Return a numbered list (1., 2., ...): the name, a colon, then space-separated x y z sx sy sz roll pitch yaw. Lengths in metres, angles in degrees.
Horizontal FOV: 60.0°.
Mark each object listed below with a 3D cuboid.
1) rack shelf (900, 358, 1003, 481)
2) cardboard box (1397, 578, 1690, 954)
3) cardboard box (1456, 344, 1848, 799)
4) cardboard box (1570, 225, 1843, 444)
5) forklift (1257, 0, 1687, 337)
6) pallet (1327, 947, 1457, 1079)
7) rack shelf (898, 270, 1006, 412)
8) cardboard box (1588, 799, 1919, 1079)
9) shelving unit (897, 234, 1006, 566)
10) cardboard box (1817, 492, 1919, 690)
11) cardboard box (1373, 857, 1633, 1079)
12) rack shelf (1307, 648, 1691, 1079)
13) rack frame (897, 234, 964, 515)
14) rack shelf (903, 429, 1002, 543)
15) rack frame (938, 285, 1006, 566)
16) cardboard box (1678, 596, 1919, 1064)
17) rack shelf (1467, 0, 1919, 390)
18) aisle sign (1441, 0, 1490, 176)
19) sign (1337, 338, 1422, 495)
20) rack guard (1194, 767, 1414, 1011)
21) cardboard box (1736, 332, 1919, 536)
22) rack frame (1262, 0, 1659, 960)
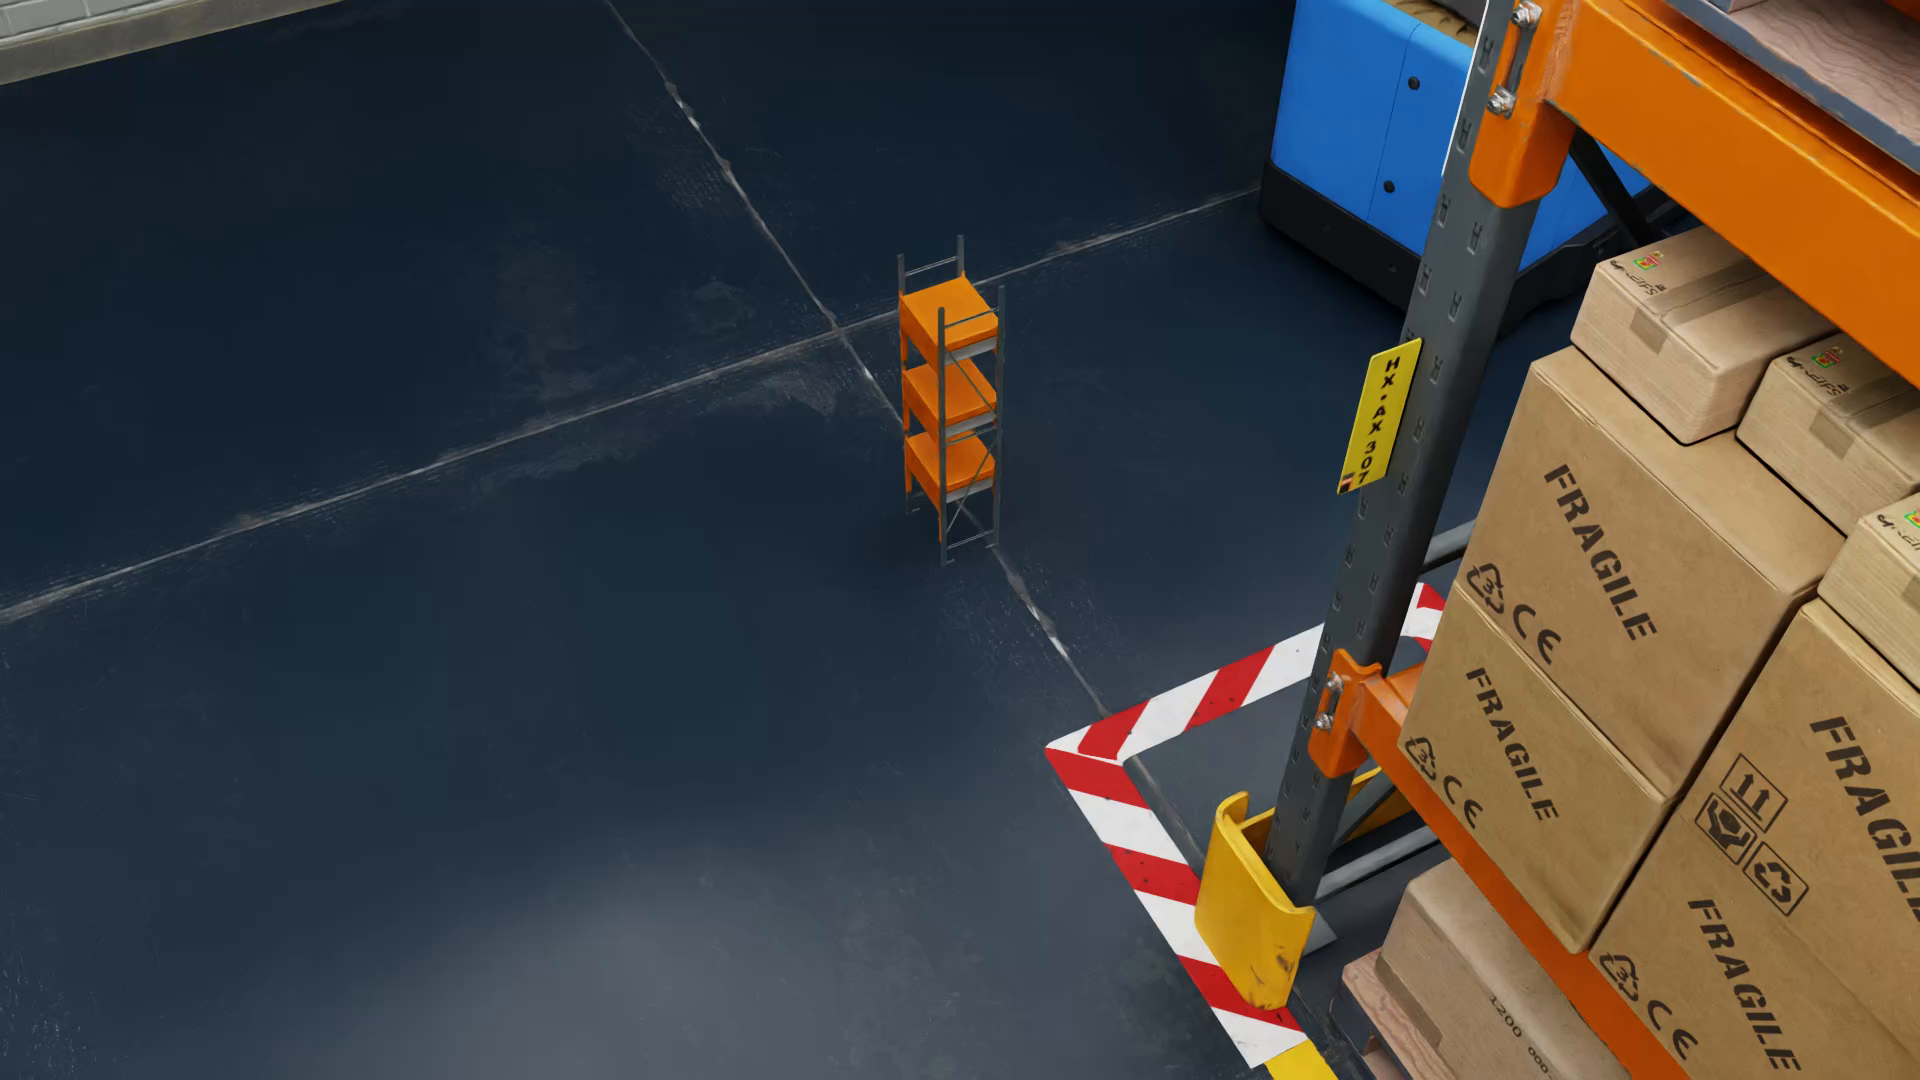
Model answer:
1. rack shelf: -0.024 -0.374 4.894 0.215 0.259 0.240 -21 52 -18
2. cardboard box: 1.166 0.308 2.922 0.500 0.500 0.500 -22 52 -18
3. cardboard box: 1.168 -0.022 2.546 0.500 0.500 0.500 -22 52 -18
4. cardboard box: 1.118 -0.322 2.377 0.380 0.149 0.250 -20 52 -17
5. forklift: 2.568 -2.597 5.574 3.031 2.935 1.130 -32 56 -25
6. pallet: 1.637 1.347 3.932 1.003 0.211 1.213 -21 52 -18
7. rack shelf: -0.024 -0.561 4.681 0.215 0.259 0.240 -21 52 -18
8. cardboard box: 1.423 0.637 2.634 0.500 0.500 0.500 -22 52 -18
9. shelving unit: -0.024 -0.381 4.886 0.215 1.050 0.252 -21 52 -18
10. cardboard box: 1.318 0.042 2.059 0.380 0.149 0.250 -20 52 -16
11. cardboard box: 1.593 1.033 3.777 0.875 0.438 0.875 -23 53 -19
12. rack shelf: 2.117 1.496 2.427 1.077 0.370 4.000 -21 52 -18
13. rack frame: -0.080 -0.463 4.958 0.200 1.050 0.008 -21 52 -18
14. rack shelf: -0.024 -0.192 5.103 0.215 0.259 0.240 -21 52 -18
15. rack frame: 0.031 -0.300 4.815 0.200 1.050 0.008 -21 52 -18
16. cardboard box: 1.411 0.321 2.246 0.500 0.500 0.500 -22 53 -18
17. rack shelf: 2.117 0.508 1.298 1.077 0.370 4.000 -21 52 -18
18. aisle sign: 0.911 -0.884 2.303 0.394 0.787 0.004 -21 52 -18
19. sign: 0.706 -0.203 2.807 0.100 0.325 0.005 -21 52 -18
20. rack guard: 1.191 0.727 4.282 1.175 0.500 0.348 -21 52 -18
21. cardboard box: 1.302 -0.171 2.245 0.380 0.149 0.250 -20 52 -17
22. rack frame: 1.202 -0.080 3.327 1.000 3.000 0.127 -21 52 -18
